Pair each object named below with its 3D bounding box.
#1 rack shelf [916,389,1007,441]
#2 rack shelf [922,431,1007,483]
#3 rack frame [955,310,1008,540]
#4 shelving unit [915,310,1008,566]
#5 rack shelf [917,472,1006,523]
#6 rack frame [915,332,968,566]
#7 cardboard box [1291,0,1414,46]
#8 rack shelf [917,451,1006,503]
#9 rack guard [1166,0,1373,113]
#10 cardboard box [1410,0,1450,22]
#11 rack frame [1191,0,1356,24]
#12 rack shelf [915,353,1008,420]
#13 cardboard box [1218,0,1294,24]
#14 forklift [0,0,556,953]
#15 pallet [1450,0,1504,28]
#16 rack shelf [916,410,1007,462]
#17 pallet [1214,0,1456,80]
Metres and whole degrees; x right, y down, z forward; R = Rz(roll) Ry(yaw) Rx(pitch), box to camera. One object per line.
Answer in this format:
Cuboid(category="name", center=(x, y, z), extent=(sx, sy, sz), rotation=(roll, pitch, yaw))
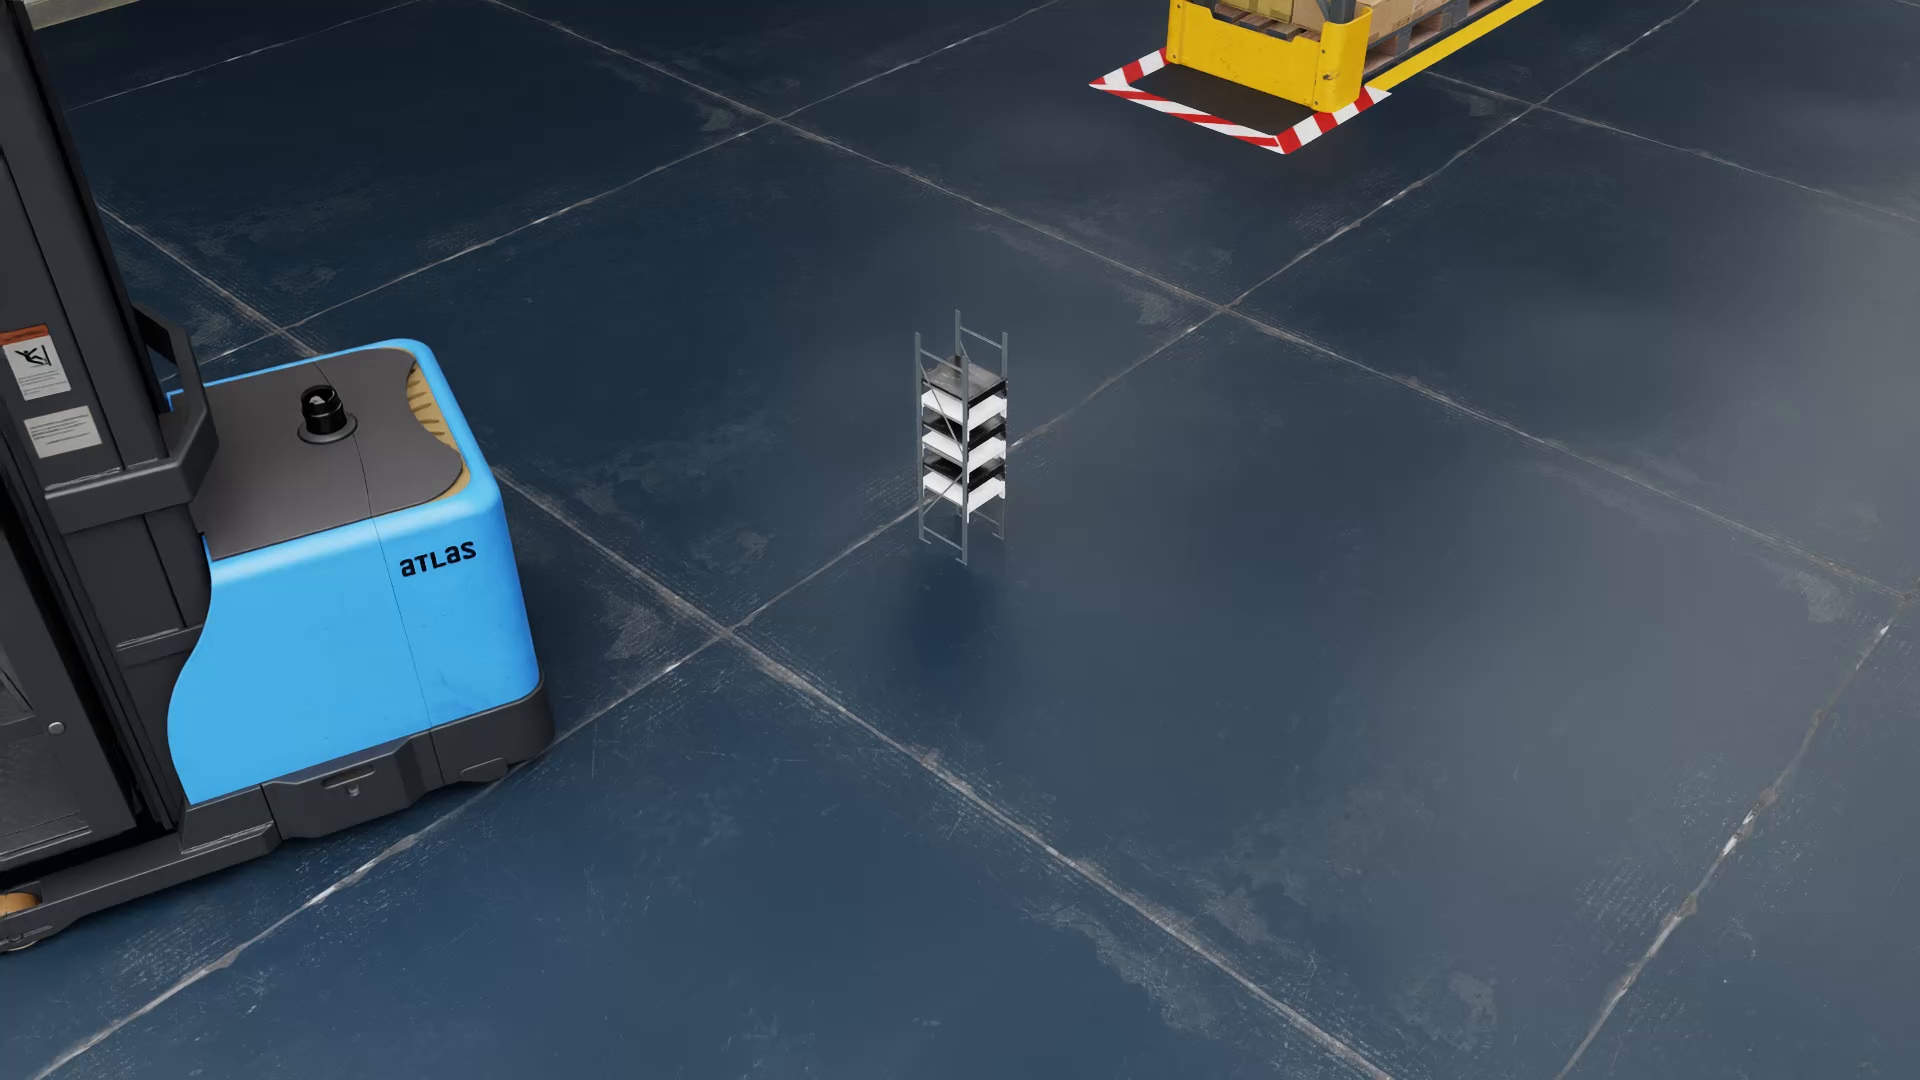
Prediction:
Cuboid(category="rack shelf", center=(0.005, -0.471, 5.883), extent=(0.258, 0.077, 0.200), rotation=(30, 47, 32))
Cuboid(category="rack shelf", center=(0.005, -0.330, 5.995), extent=(0.258, 0.077, 0.200), rotation=(30, 47, 32))
Cuboid(category="rack frame", center=(0.074, -0.403, 6.033), extent=(0.240, 0.900, 0.006), rotation=(30, 47, 32))
Cuboid(category="shelving unit", center=(0.005, -0.356, 5.975), extent=(0.258, 0.900, 0.210), rotation=(30, 47, 32))
Cuboid(category="rack shelf", center=(0.005, -0.189, 6.107), extent=(0.258, 0.077, 0.200), rotation=(30, 47, 32))
Cuboid(category="rack frame", center=(-0.063, -0.309, 5.916), extent=(0.240, 0.900, 0.006), rotation=(30, 47, 32))
Cuboid(category="cardboard box", center=(2.278, -3.104, 9.616), extent=(0.500, 0.250, 0.500), rotation=(30, 47, 32))
Cuboid(category="rack shelf", center=(0.005, -0.259, 6.051), extent=(0.258, 0.077, 0.200), rotation=(30, 47, 32))
Cuboid(category="rack guard", center=(1.736, -2.874, 9.463), extent=(1.175, 0.500, 0.348), rotation=(30, 47, 32))
Cuboid(category="cardboard box", center=(2.612, -3.336, 9.907), extent=(0.500, 0.250, 0.500), rotation=(30, 47, 32))
Cuboid(category="rack frame", center=(1.752, -3.863, 8.698), extent=(1.000, 3.000, 0.127), rotation=(30, 47, 32))
Cuboid(category="rack shelf", center=(0.005, -0.541, 5.827), extent=(0.258, 0.077, 0.200), rotation=(30, 47, 32))
Cuboid(category="cardboard box", center=(1.895, -3.322, 9.889), extent=(0.500, 0.250, 0.500), rotation=(30, 47, 32))
Cuboid(category="forklift", center=(-2.852, -0.294, 4.265), extent=(3.031, 2.935, 1.130), rotation=(-18, 42, -21))
Cuboid(category="pallet", center=(3.060, -3.699, 10.732), extent=(1.003, 0.211, 1.213), rotation=(30, 47, 32))
Cuboid(category="rack shelf", center=(0.005, -0.400, 5.939), extent=(0.258, 0.077, 0.200), rotation=(30, 47, 32))
Cuboid(category="pallet", center=(2.237, -3.141, 10.030), extent=(1.003, 0.211, 1.213), rotation=(30, 47, 32))
